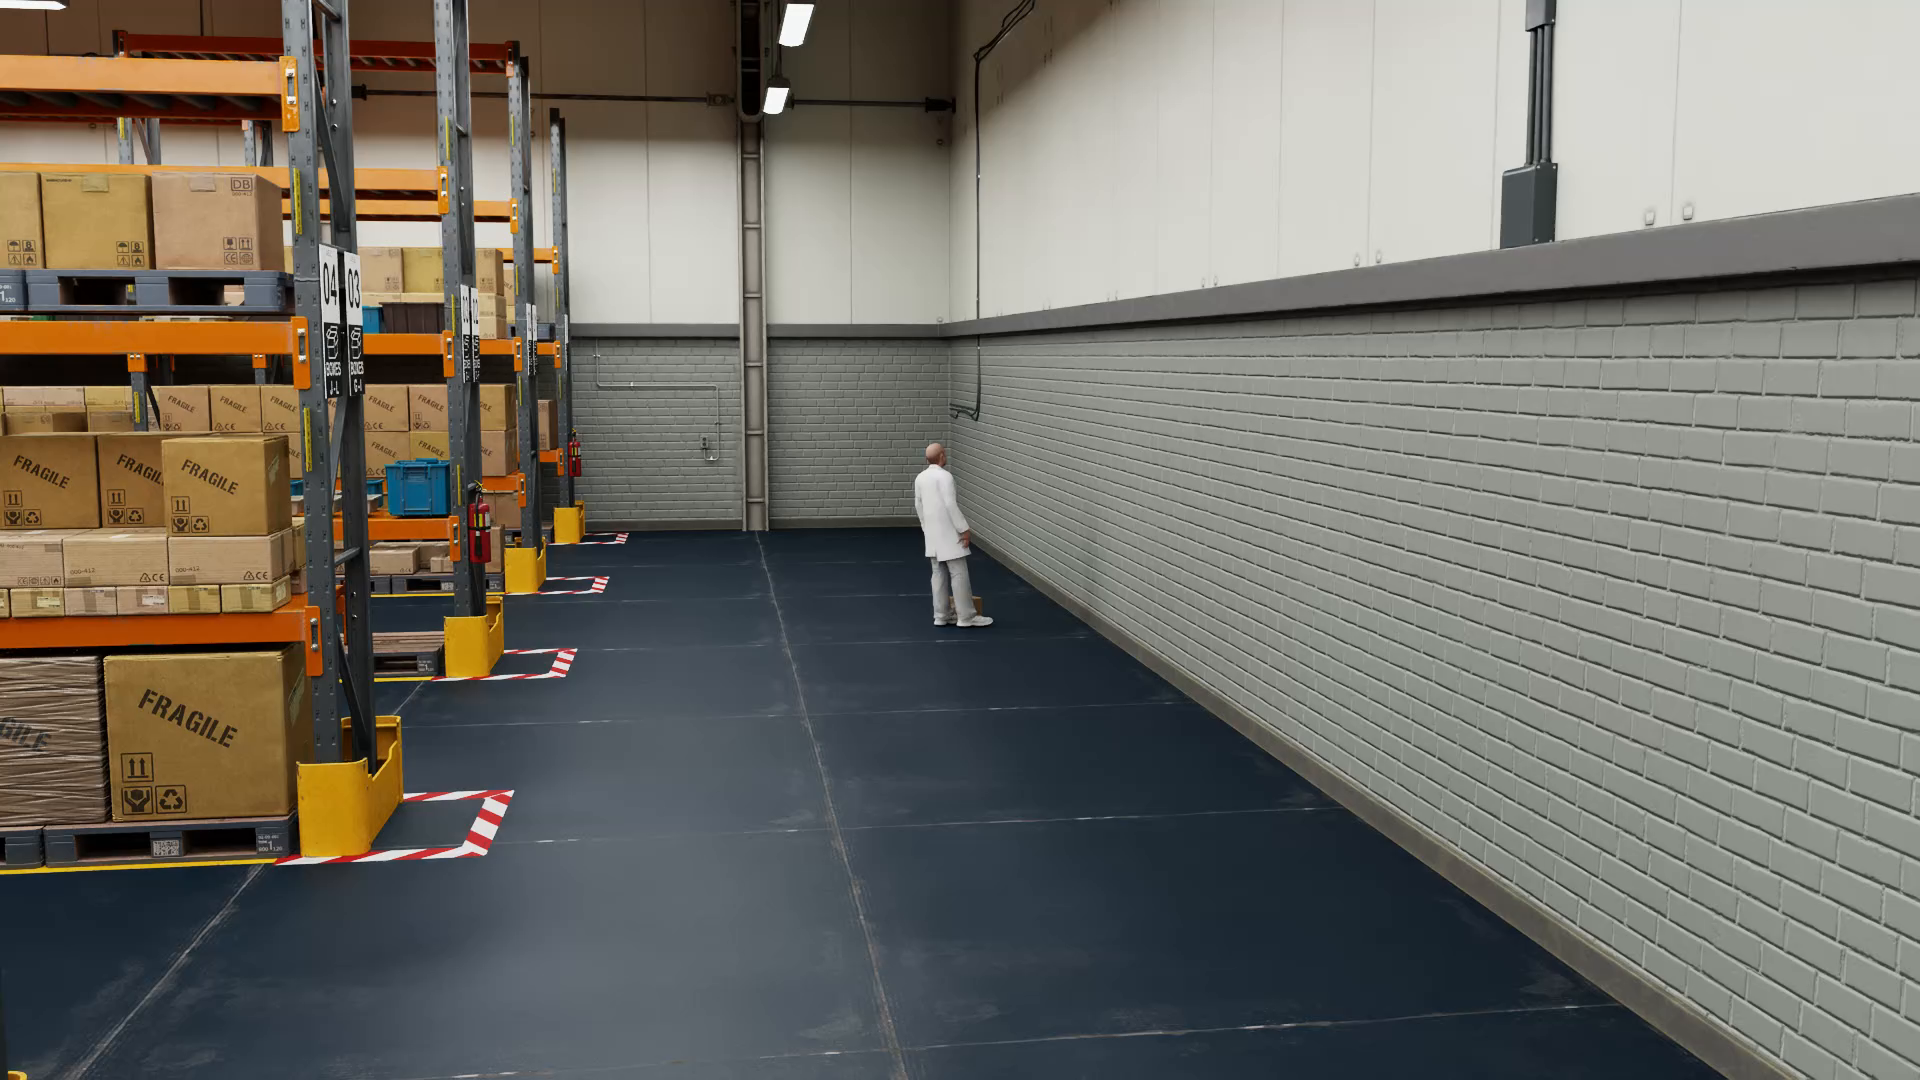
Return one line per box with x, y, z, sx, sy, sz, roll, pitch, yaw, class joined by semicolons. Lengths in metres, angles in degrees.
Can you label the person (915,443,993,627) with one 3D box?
-0.084;-0.059;16.230;0.580;1.775;0.694;-5;8;-37;person
